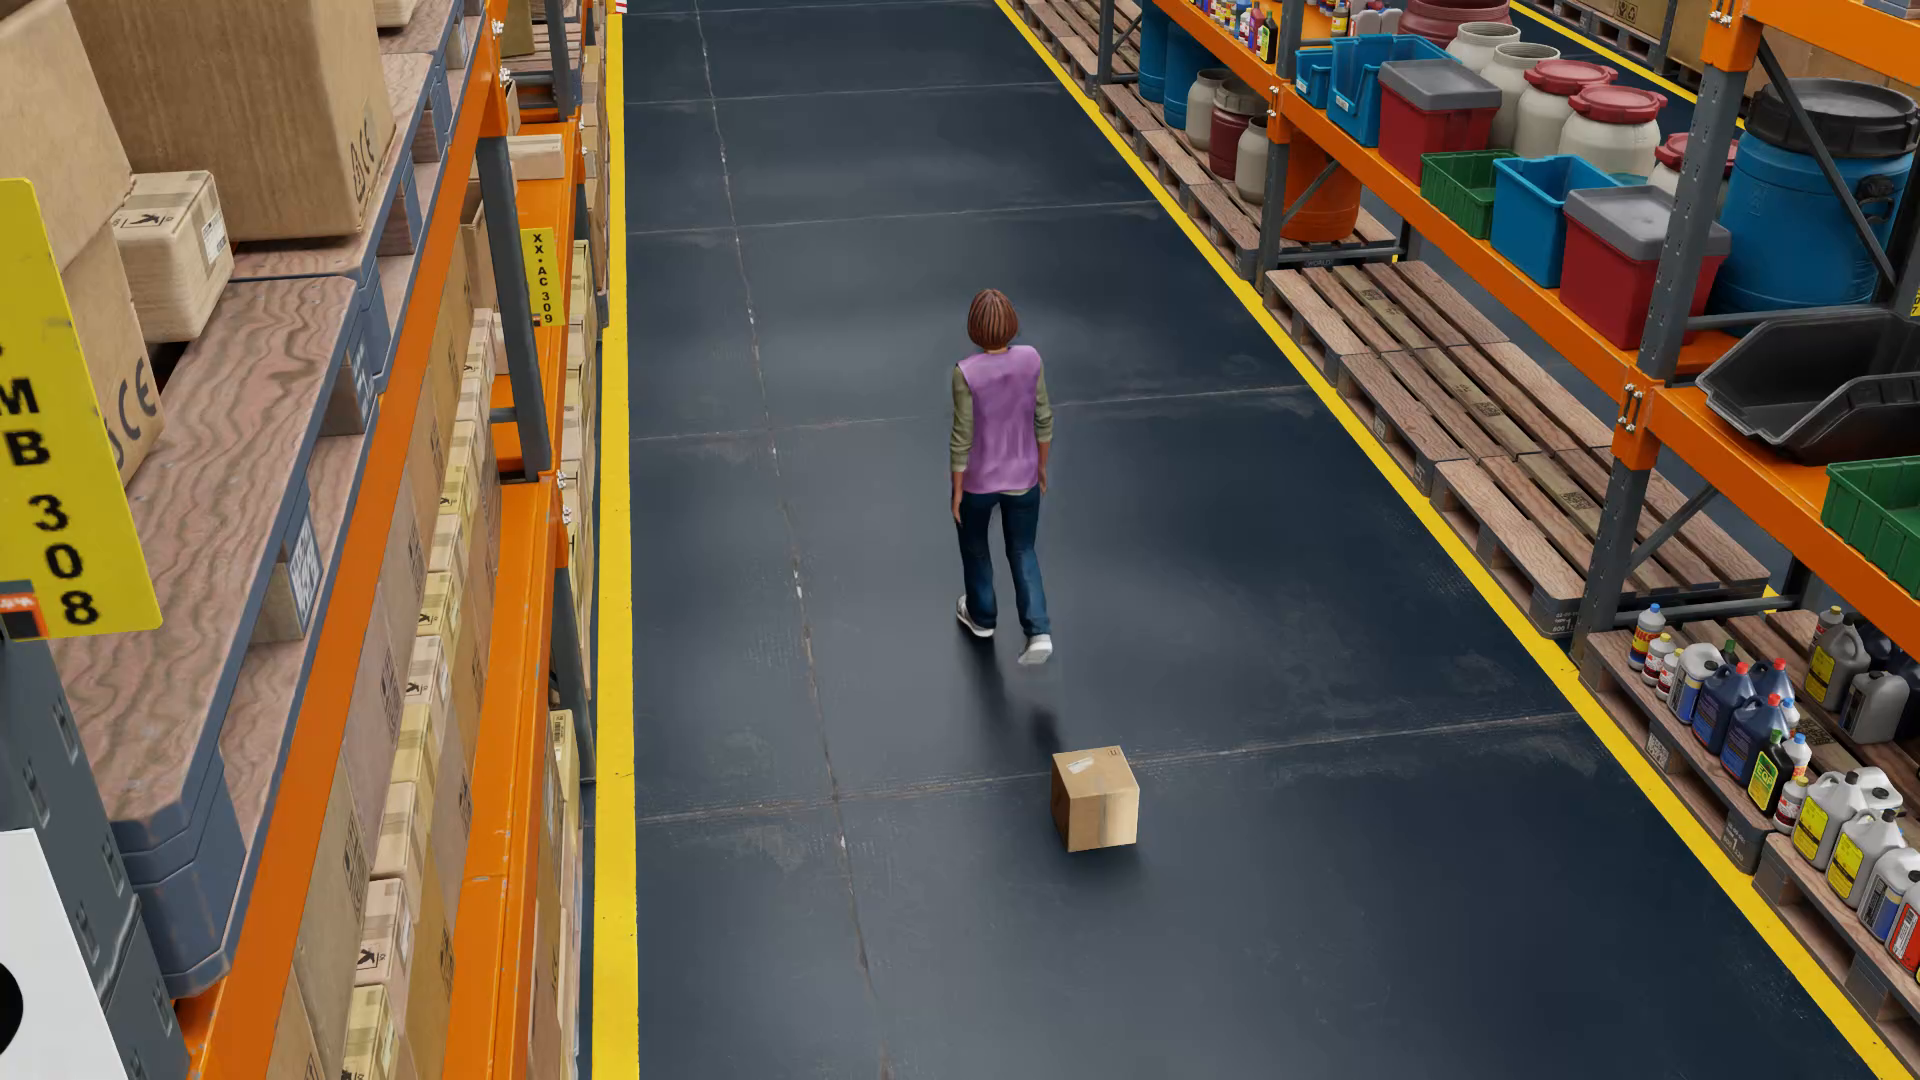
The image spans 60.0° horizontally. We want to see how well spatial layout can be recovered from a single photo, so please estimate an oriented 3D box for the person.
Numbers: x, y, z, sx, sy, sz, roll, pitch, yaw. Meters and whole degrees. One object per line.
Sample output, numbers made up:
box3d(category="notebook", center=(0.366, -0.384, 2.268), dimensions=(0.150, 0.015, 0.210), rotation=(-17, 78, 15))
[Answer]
box3d(category="person", center=(0.176, -0.204, 6.464), dimensions=(0.426, 1.563, 0.770), rotation=(-9, 32, -14))
